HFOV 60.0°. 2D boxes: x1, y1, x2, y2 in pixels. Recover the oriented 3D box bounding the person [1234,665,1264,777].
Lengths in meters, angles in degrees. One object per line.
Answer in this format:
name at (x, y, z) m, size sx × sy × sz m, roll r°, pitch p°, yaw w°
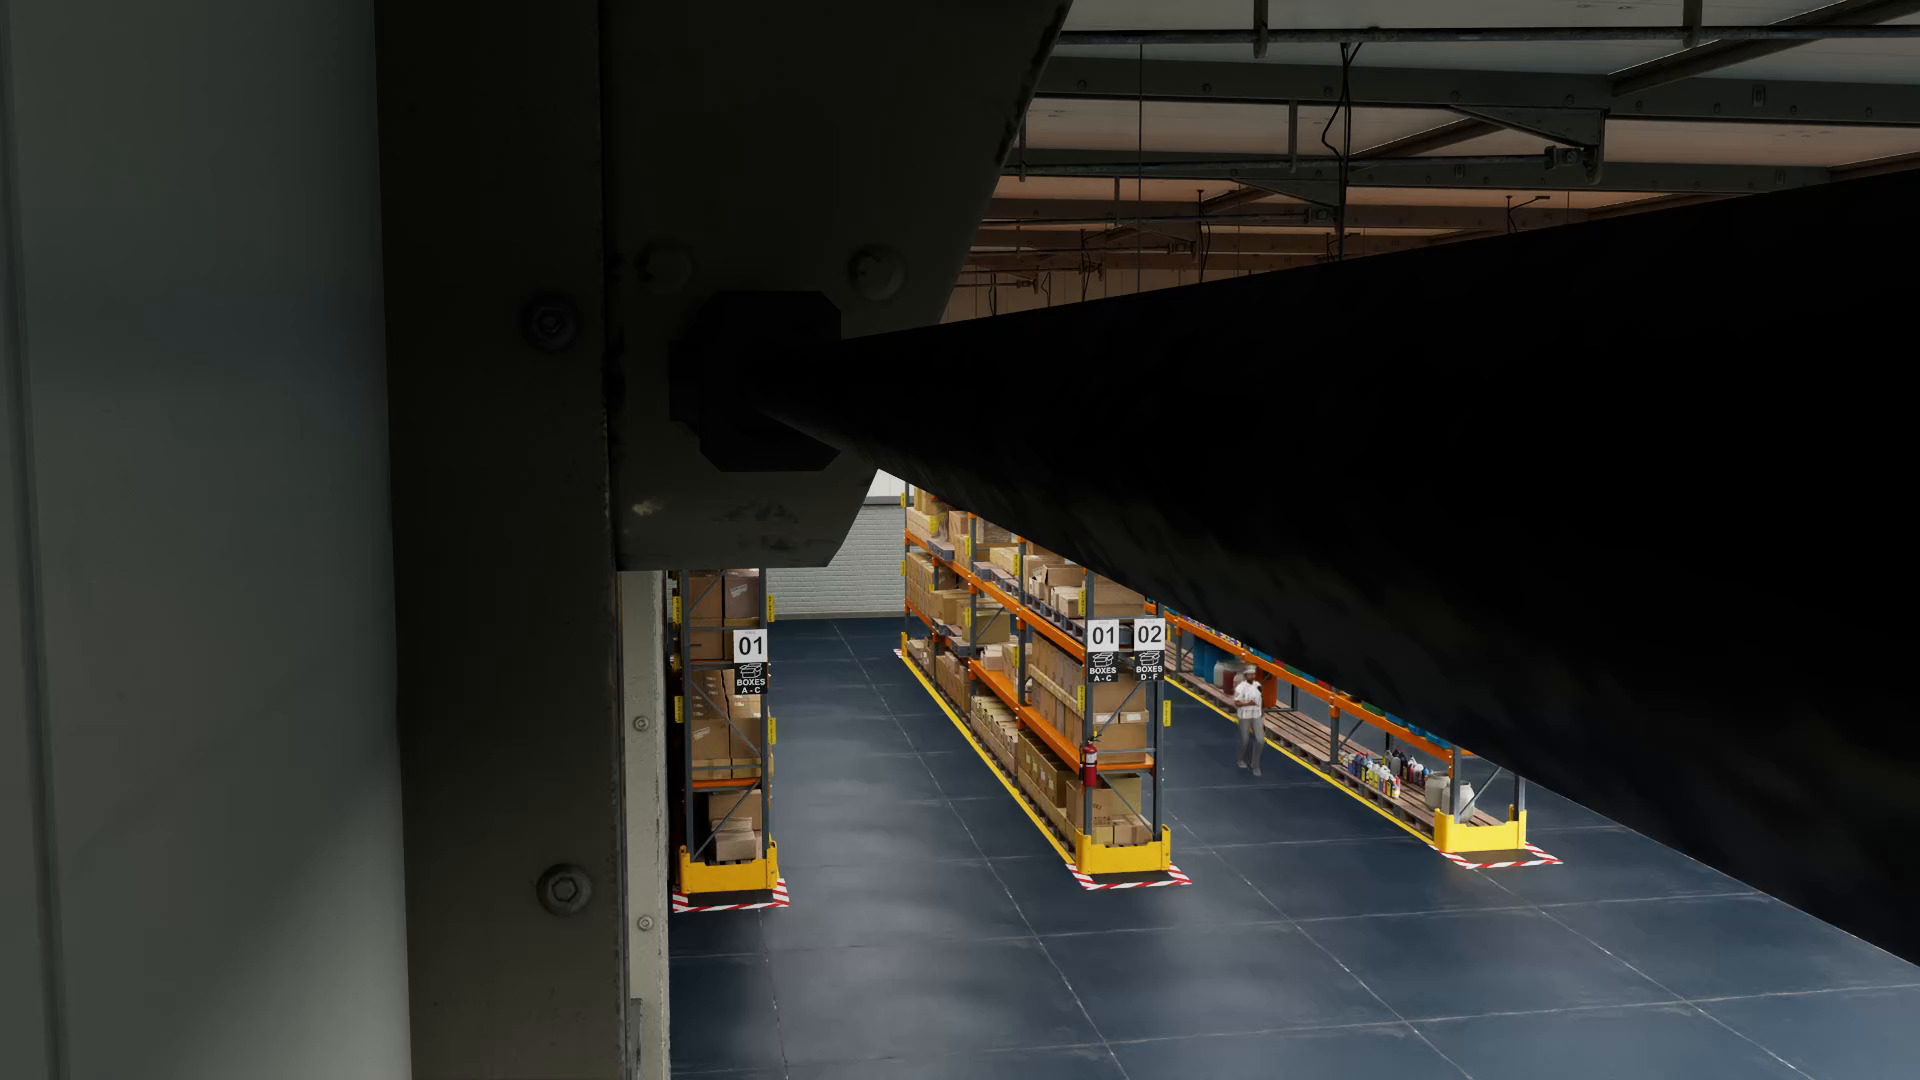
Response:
person at (4.529, 2.810, 25.936) m, size 0.555 × 1.749 × 0.702 m, roll -1°, pitch 6°, yaw -10°
